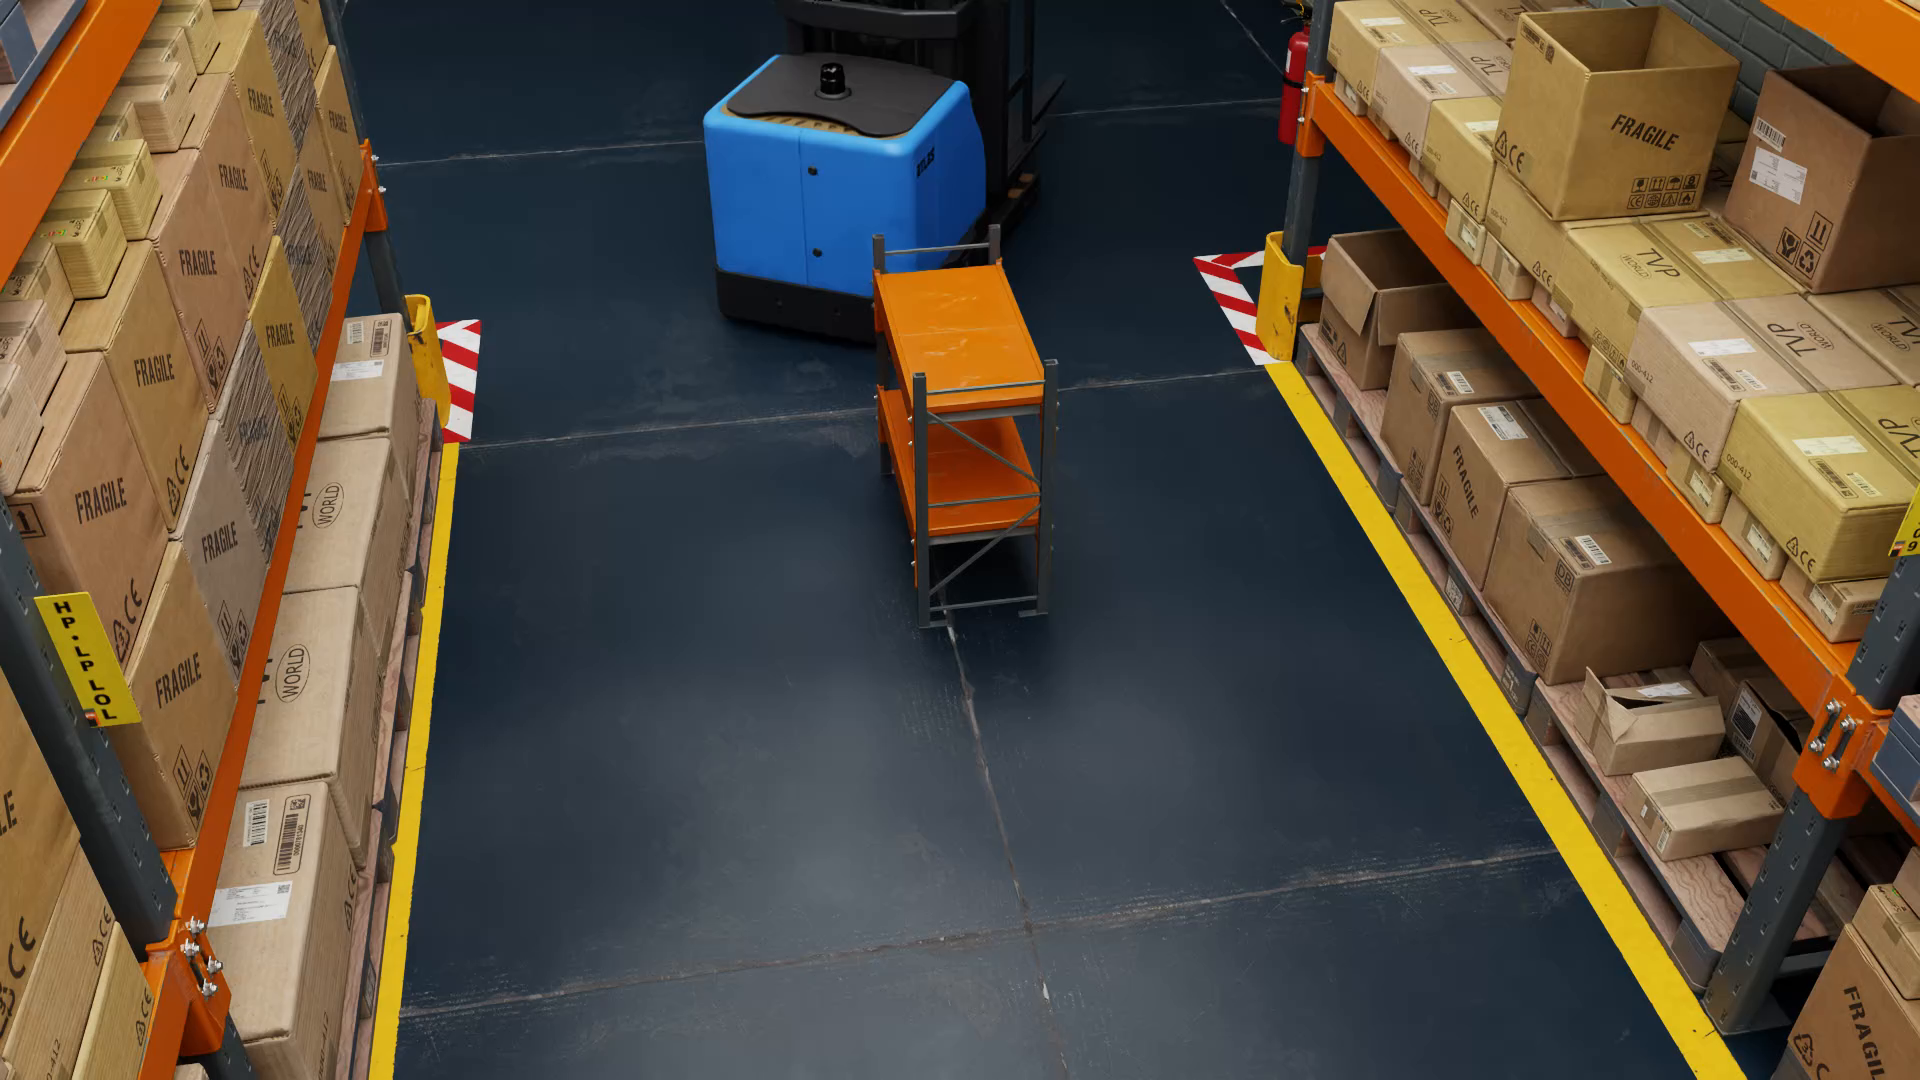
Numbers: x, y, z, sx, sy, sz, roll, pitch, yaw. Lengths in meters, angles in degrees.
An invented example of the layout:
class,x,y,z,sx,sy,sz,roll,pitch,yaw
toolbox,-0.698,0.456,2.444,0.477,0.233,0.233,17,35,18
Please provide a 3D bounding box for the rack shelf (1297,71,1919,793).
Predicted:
class,x,y,z,sx,sy,sz,roll,pitch,yaw
rack shelf,2.361,-0.740,5.844,1.077,0.370,4.000,-6,38,-8

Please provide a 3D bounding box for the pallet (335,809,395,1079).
class,x,y,z,sx,sy,sz,roll,pitch,yaw
pallet,-2.231,1.353,4.836,1.003,0.211,1.213,-6,38,-8

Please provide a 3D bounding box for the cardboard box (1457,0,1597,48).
class,x,y,z,sx,sy,sz,roll,pitch,yaw
cardboard box,2.352,-2.041,6.812,0.500,0.250,0.500,-5,38,-7

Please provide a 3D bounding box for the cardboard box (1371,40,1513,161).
class,x,y,z,sx,sy,sz,roll,pitch,yaw
cardboard box,1.913,-1.683,6.351,0.500,0.250,0.500,-6,38,-7

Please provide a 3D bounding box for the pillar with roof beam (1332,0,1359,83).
class,x,y,z,sx,sy,sz,roll,pitch,yaw
pillar with roof beam,-1.813,-5.864,6.963,9.100,9.000,0.400,-6,38,-8

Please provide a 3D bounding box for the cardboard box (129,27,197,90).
class,x,y,z,sx,sy,sz,roll,pitch,yaw
cardboard box,-2.311,-1.266,4.510,0.380,0.149,0.250,-5,38,-6

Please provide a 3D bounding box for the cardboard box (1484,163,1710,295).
class,x,y,z,sx,sy,sz,roll,pitch,yaw
cardboard box,2.116,-1.071,5.563,0.500,0.250,0.500,-7,38,-9

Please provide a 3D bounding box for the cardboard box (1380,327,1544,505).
class,x,y,z,sx,sy,sz,roll,pitch,yaw
cardboard box,2.136,-0.511,6.658,0.700,0.500,0.500,-5,38,-6

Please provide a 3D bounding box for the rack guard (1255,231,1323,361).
class,x,y,z,sx,sy,sz,roll,pitch,yaw
rack guard,2.024,-1.199,7.886,1.175,0.500,0.348,-6,38,-8

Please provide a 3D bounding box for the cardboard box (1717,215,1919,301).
class,x,y,z,sx,sy,sz,roll,pitch,yaw
cardboard box,2.707,-0.817,5.236,0.500,0.250,0.500,-5,38,-7

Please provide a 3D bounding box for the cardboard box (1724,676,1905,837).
class,x,y,z,sx,sy,sz,roll,pitch,yaw
cardboard box,2.828,0.655,5.311,0.500,0.311,0.500,-5,38,-6

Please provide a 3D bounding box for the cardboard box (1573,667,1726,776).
class,x,y,z,sx,sy,sz,roll,pitch,yaw
cardboard box,2.262,0.577,5.449,0.396,0.266,0.258,-5,38,-6

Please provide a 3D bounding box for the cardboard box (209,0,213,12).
class,x,y,z,sx,sy,sz,roll,pitch,yaw
cardboard box,-2.440,-1.572,4.903,0.380,0.149,0.250,-7,38,-8

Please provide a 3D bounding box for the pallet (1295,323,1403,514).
class,x,y,z,sx,sy,sz,roll,pitch,yaw
pallet,2.164,-0.604,7.355,1.003,0.211,1.213,-6,38,-8

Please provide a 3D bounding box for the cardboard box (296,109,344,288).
class,x,y,z,sx,sy,sz,roll,pitch,yaw
cardboard box,-2.458,-1.168,5.727,0.500,0.500,0.500,-7,38,-9

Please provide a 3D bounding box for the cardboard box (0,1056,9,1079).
class,x,y,z,sx,sy,sz,roll,pitch,yaw
cardboard box,-1.751,0.840,2.327,0.500,0.500,0.500,-6,38,-7

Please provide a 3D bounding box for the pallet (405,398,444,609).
class,x,y,z,sx,sy,sz,roll,pitch,yaw
pallet,-2.659,-0.121,6.733,1.003,0.211,1.213,-6,38,-8

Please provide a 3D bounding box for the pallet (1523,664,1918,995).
class,x,y,z,sx,sy,sz,roll,pitch,yaw
pallet,2.592,0.870,5.458,1.003,0.211,1.213,-6,38,-8

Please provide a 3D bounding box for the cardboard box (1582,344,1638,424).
class,x,y,z,sx,sy,sz,roll,pitch,yaw
cardboard box,2.179,-0.505,5.159,0.380,0.149,0.250,-7,38,-9

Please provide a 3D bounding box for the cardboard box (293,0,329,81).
class,x,y,z,sx,sy,sz,roll,pitch,yaw
cardboard box,-2.557,-1.865,5.809,0.500,0.500,0.500,-5,38,-6

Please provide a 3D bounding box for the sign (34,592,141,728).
class,x,y,z,sx,sy,sz,roll,pitch,yaw
sign,-1.642,0.229,3.130,0.100,0.325,0.005,-6,38,-8

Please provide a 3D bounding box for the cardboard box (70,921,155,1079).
class,x,y,z,sx,sy,sz,roll,pitch,yaw
cardboard box,-1.848,1.023,3.111,0.500,0.250,0.500,-7,38,-9

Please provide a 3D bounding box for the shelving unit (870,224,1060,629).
class,x,y,z,sx,sy,sz,roll,pitch,yaw
shelving unit,-0.001,-0.448,6.410,0.538,1.125,1.048,-6,38,-8

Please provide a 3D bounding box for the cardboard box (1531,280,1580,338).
class,x,y,z,sx,sy,sz,roll,pitch,yaw
cardboard box,2.154,-0.817,5.561,0.380,0.149,0.250,-6,38,-8

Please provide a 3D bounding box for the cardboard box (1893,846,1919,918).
class,x,y,z,sx,sy,sz,roll,pitch,yaw
cardboard box,2.572,0.870,4.109,0.380,0.149,0.250,-7,38,-9

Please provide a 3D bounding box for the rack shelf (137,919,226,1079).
class,x,y,z,sx,sy,sz,roll,pitch,yaw
rack shelf,-1.824,2.212,2.044,1.077,0.370,4.000,-6,38,-8

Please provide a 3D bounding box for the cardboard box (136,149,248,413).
class,x,y,z,sx,sy,sz,roll,pitch,yaw
cardboard box,-2.181,-0.645,4.238,0.500,0.500,0.500,-6,38,-7

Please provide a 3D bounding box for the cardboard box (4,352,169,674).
class,x,y,z,sx,sy,sz,roll,pitch,yaw
cardboard box,-2.020,-0.028,3.445,0.500,0.500,0.500,-6,38,-8

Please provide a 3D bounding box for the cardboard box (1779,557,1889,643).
class,x,y,z,sx,sy,sz,roll,pitch,yaw
cardboard box,2.407,0.117,4.359,0.380,0.149,0.250,-6,38,-7

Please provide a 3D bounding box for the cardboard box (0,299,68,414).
class,x,y,z,sx,sy,sz,roll,pitch,yaw
cardboard box,-2.035,-0.342,3.321,0.380,0.149,0.250,-6,38,-7

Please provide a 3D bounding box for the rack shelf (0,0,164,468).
class,x,y,z,sx,sy,sz,roll,pitch,yaw
rack shelf,-2.525,-1.389,4.234,1.077,0.370,4.000,-6,38,-8

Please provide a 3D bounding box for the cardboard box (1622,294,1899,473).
class,x,y,z,sx,sy,sz,roll,pitch,yaw
cardboard box,2.280,-0.457,4.773,0.500,0.250,0.500,-6,38,-8

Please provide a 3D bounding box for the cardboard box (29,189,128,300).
class,x,y,z,sx,sy,sz,roll,pitch,yaw
cardboard box,-2.105,-0.649,3.715,0.380,0.149,0.250,-6,38,-8

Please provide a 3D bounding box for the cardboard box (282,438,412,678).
class,x,y,z,sx,sy,sz,roll,pitch,yaw
cardboard box,-2.493,0.089,5.936,0.875,0.438,0.875,-5,38,-7

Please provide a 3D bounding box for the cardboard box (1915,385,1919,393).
class,x,y,z,sx,sy,sz,roll,pitch,yaw
cardboard box,2.891,-0.203,4.446,0.500,0.250,0.500,-7,38,-8

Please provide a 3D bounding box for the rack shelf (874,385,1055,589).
class,x,y,z,sx,sy,sz,roll,pitch,yaw
rack shelf,-0.001,-0.255,6.560,0.538,0.278,1.000,-6,38,-8

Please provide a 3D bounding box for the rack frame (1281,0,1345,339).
class,x,y,z,sx,sy,sz,roll,pitch,yaw
rack frame,2.010,-2.232,7.179,1.000,3.000,0.127,-6,38,-8

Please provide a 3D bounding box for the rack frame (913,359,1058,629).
class,x,y,z,sx,sy,sz,roll,pitch,yaw
rack frame,0.088,-0.141,6.015,0.500,1.125,0.032,-6,38,-8

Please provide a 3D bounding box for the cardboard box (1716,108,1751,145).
class,x,y,z,sx,sy,sz,roll,pitch,yaw
cardboard box,2.524,-1.430,6.026,0.500,0.250,0.500,-5,38,-7

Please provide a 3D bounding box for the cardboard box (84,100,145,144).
class,x,y,z,sx,sy,sz,roll,pitch,yaw
cardboard box,-2.248,-0.955,4.110,0.380,0.149,0.250,-6,38,-8

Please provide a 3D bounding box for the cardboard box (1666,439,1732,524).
class,x,y,z,sx,sy,sz,roll,pitch,yaw
cardboard box,2.271,-0.192,4.757,0.380,0.149,0.250,-5,38,-7

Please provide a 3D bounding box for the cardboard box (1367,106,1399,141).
class,x,y,z,sx,sy,sz,roll,pitch,yaw
cardboard box,1.888,-1.757,6.771,0.380,0.149,0.250,-5,38,-7

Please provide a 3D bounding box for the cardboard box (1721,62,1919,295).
class,x,y,z,sx,sy,sz,roll,pitch,yaw
cardboard box,2.712,-1.099,4.988,0.500,0.500,0.500,-7,38,-9

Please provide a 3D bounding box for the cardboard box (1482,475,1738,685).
class,x,y,z,sx,sy,sz,roll,pitch,yaw
cardboard box,2.318,0.116,5.851,0.700,0.500,0.500,-8,38,-10

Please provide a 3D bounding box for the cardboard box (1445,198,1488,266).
class,x,y,z,sx,sy,sz,roll,pitch,yaw
cardboard box,1.975,-1.122,5.954,0.380,0.149,0.250,-7,38,-9

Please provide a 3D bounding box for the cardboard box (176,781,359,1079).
class,x,y,z,sx,sy,sz,roll,pitch,yaw
cardboard box,-2.179,1.175,4.539,0.875,0.438,0.875,-7,38,-9

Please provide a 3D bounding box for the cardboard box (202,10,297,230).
class,x,y,z,sx,sy,sz,roll,pitch,yaw
cardboard box,-2.353,-1.253,5.022,0.500,0.500,0.500,-6,38,-8

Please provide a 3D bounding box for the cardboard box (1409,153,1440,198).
class,x,y,z,sx,sy,sz,roll,pitch,yaw
cardboard box,1.952,-1.442,6.366,0.380,0.149,0.250,-5,38,-7

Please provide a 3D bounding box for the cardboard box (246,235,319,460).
class,x,y,z,sx,sy,sz,roll,pitch,yaw
cardboard box,-2.254,-0.548,4.929,0.500,0.500,0.500,-5,38,-7

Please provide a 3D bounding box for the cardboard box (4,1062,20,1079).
class,x,y,z,sx,sy,sz,roll,pitch,yaw
cardboard box,-1.763,1.123,2.575,0.500,0.250,0.500,-5,38,-7

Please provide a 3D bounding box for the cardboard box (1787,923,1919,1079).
class,x,y,z,sx,sy,sz,roll,pitch,yaw
cardboard box,2.575,1.321,4.300,0.500,0.500,0.500,-5,38,-6

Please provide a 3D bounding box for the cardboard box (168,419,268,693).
class,x,y,z,sx,sy,sz,roll,pitch,yaw
cardboard box,-2.083,0.064,4.141,0.500,0.500,0.500,-6,38,-8

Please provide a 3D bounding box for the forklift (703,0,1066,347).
class,x,y,z,sx,sy,sz,roll,pitch,yaw
forklift,-0.197,-2.965,8.177,1.130,2.935,3.031,13,40,16
